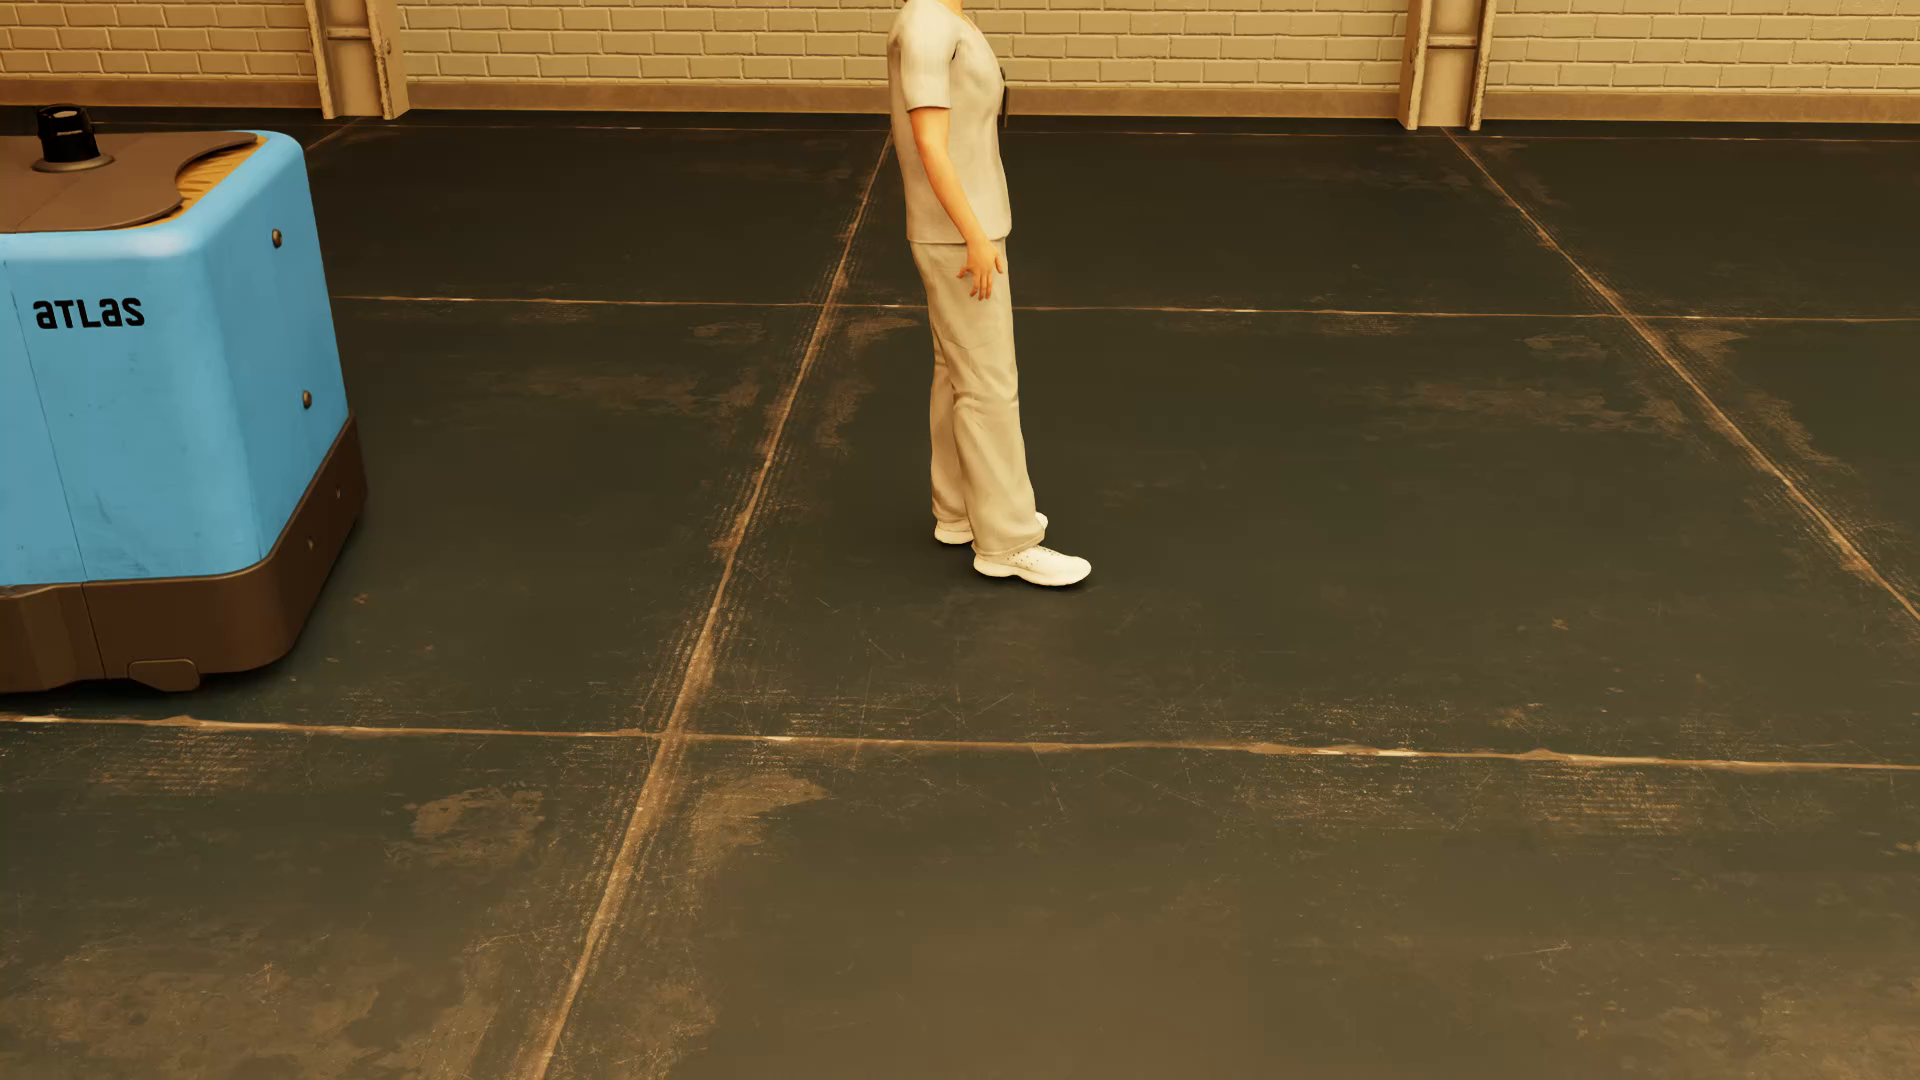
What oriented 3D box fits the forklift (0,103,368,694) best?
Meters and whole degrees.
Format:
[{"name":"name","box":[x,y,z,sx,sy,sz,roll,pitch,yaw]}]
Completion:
[{"name":"forklift","box":[-3.099,-1.112,3.463,3.031,2.935,1.130,-3,26,-6]}]

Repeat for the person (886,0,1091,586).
[{"name":"person","box":[0.073,-0.726,4.145,0.549,1.620,0.550,1,26,2]}]
